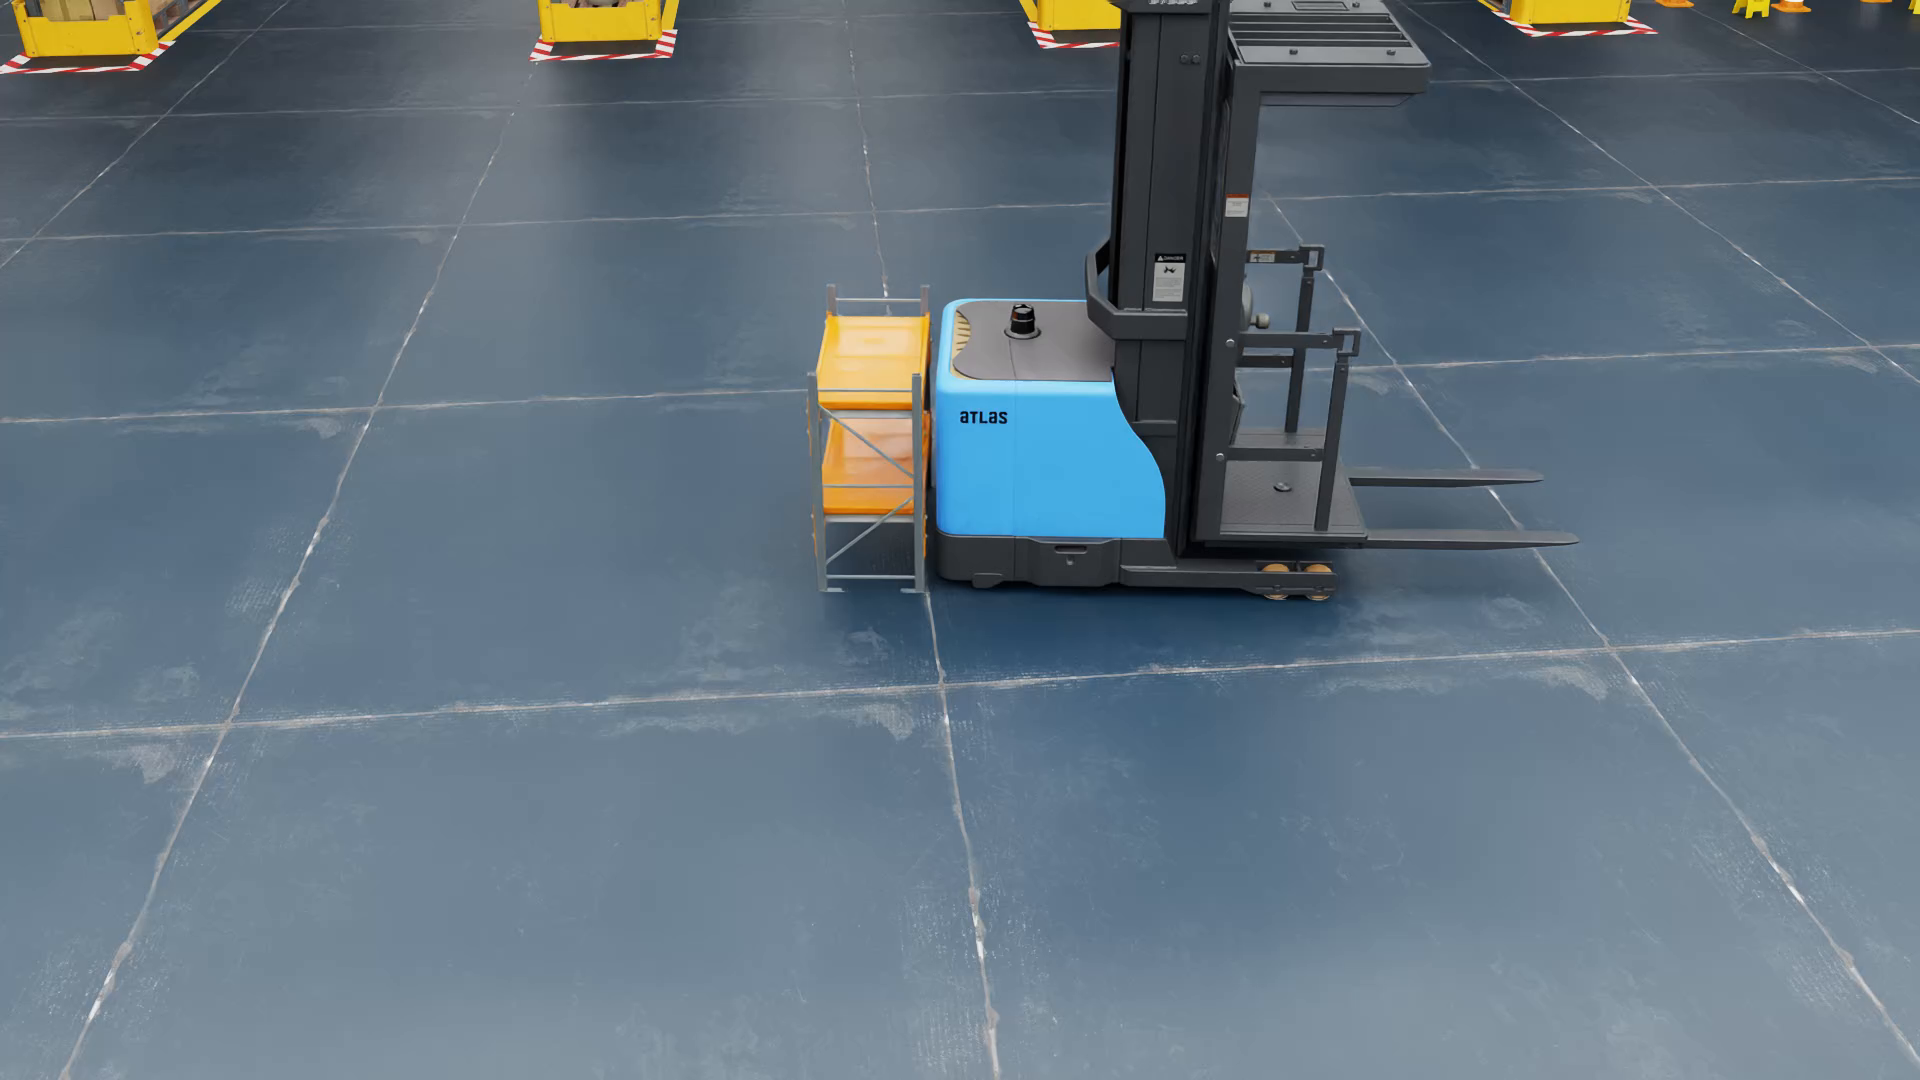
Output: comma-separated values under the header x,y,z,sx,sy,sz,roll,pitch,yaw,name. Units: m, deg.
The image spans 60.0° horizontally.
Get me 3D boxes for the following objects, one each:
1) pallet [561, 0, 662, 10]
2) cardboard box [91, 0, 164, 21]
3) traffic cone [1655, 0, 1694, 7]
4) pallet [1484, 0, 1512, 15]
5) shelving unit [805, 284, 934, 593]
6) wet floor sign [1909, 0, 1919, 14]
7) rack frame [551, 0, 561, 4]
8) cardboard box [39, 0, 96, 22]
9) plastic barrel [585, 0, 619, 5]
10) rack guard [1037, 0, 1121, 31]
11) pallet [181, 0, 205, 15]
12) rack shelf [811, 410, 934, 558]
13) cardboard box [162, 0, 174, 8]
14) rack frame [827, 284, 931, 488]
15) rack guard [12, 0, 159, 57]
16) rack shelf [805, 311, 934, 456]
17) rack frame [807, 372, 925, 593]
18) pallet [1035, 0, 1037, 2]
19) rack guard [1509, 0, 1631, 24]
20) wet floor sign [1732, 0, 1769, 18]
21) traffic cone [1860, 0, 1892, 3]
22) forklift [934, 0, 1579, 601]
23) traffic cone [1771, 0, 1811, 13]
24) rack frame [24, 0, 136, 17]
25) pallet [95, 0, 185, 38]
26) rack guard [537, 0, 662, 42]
x,y,z,sx,sy,sz,roll,pitch,yaw,name
-3.662,-5.568,17.367,1.003,0.211,1.213,-3,31,-5,pallet
-8.298,-5.363,16.575,0.500,0.250,0.500,-3,31,-5,cardboard box
7.706,-5.987,17.823,0.336,0.463,0.334,-3,31,-5,traffic cone
6.189,-5.945,17.997,1.003,0.211,1.213,-3,31,-5,pallet
-0.409,-0.503,7.995,0.538,1.125,1.048,0,31,1,shelving unit
10.213,-5.867,17.443,0.267,0.644,0.232,8,32,13,wet floor sign
-3.537,-6.314,15.896,1.000,3.000,0.127,-3,31,-5,rack frame
-8.814,-5.338,16.534,0.500,0.250,0.500,-3,31,-5,cardboard box
-3.675,-5.759,16.982,0.421,0.512,0.421,0,31,0,plastic barrel
1.387,-5.517,16.999,1.175,0.500,0.348,-3,31,-5,rack guard
-8.693,-5.891,17.907,1.003,0.211,1.213,-3,31,-5,pallet
-0.409,-0.293,8.120,0.538,0.278,1.000,0,31,1,rack shelf
-8.348,-5.618,17.002,0.500,0.250,0.500,-3,31,-5,cardboard box
-0.401,-0.763,8.431,0.500,1.125,0.032,0,31,1,rack frame
-8.467,-4.993,16.122,1.175,0.500,0.348,-3,31,-5,rack guard
-0.409,-0.754,7.845,0.538,0.278,1.000,0,31,1,rack shelf
-0.418,-0.242,7.558,0.500,1.125,0.032,0,31,1,rack frame
1.346,-5.809,17.770,1.003,0.211,1.213,-3,31,-5,pallet
6.344,-5.652,17.225,1.175,0.500,0.348,-3,31,-5,rack guard
8.316,-5.807,17.342,0.267,0.644,0.232,-8,32,-13,wet floor sign
9.936,-6.095,18.003,0.336,0.463,0.334,-3,31,-5,traffic cone
1.406,-1.254,7.491,3.031,2.935,1.130,1,31,2,forklift
8.863,-5.868,17.623,0.336,0.463,0.334,-3,31,-5,traffic cone
-8.469,-6.079,15.502,1.000,3.000,0.127,-3,31,-5,rack frame
-8.583,-5.270,16.867,1.003,0.211,1.213,-3,31,-5,pallet
-3.591,-5.277,16.598,1.175,0.500,0.348,-3,31,-5,rack guard
